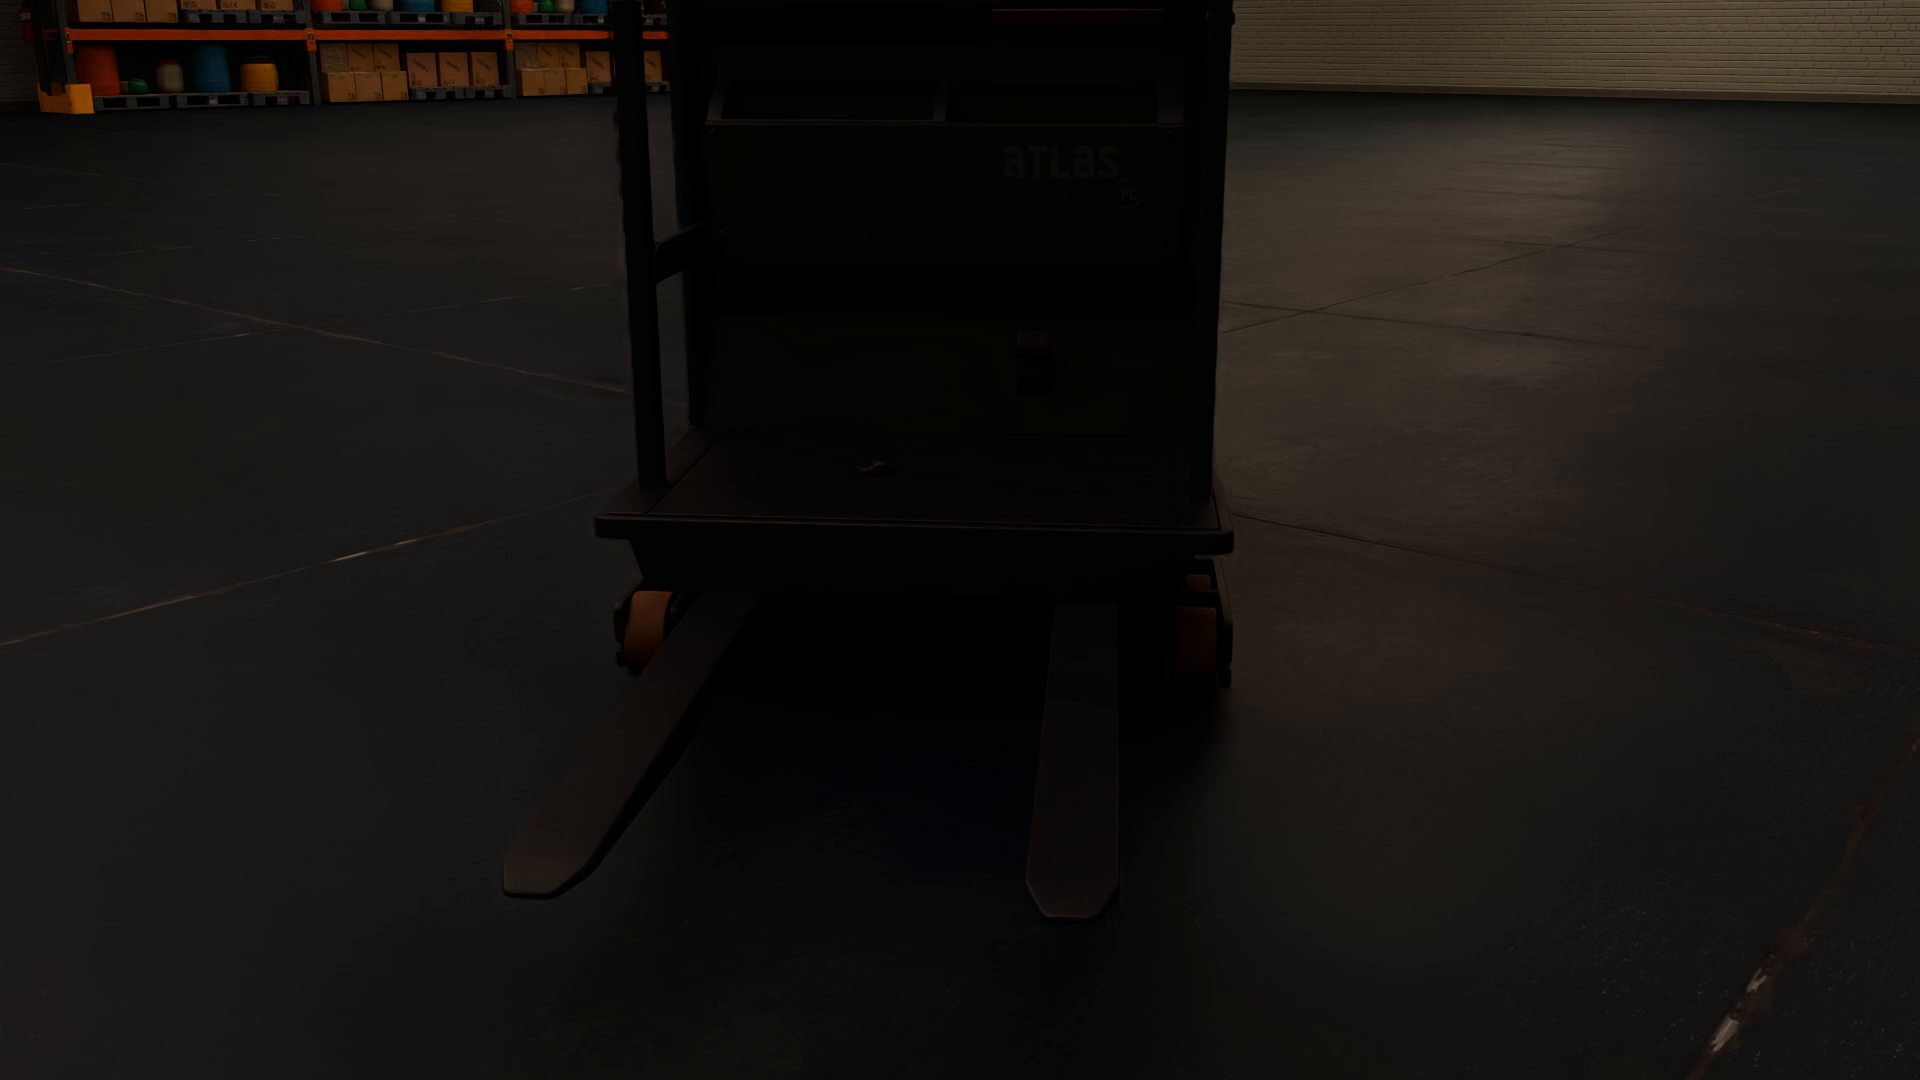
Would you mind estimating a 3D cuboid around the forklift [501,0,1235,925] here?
[{"bbox_3d":[-0.045,-1.222,2.922,1.130,2.935,3.031,2,17,5],"label":"forklift"}]
